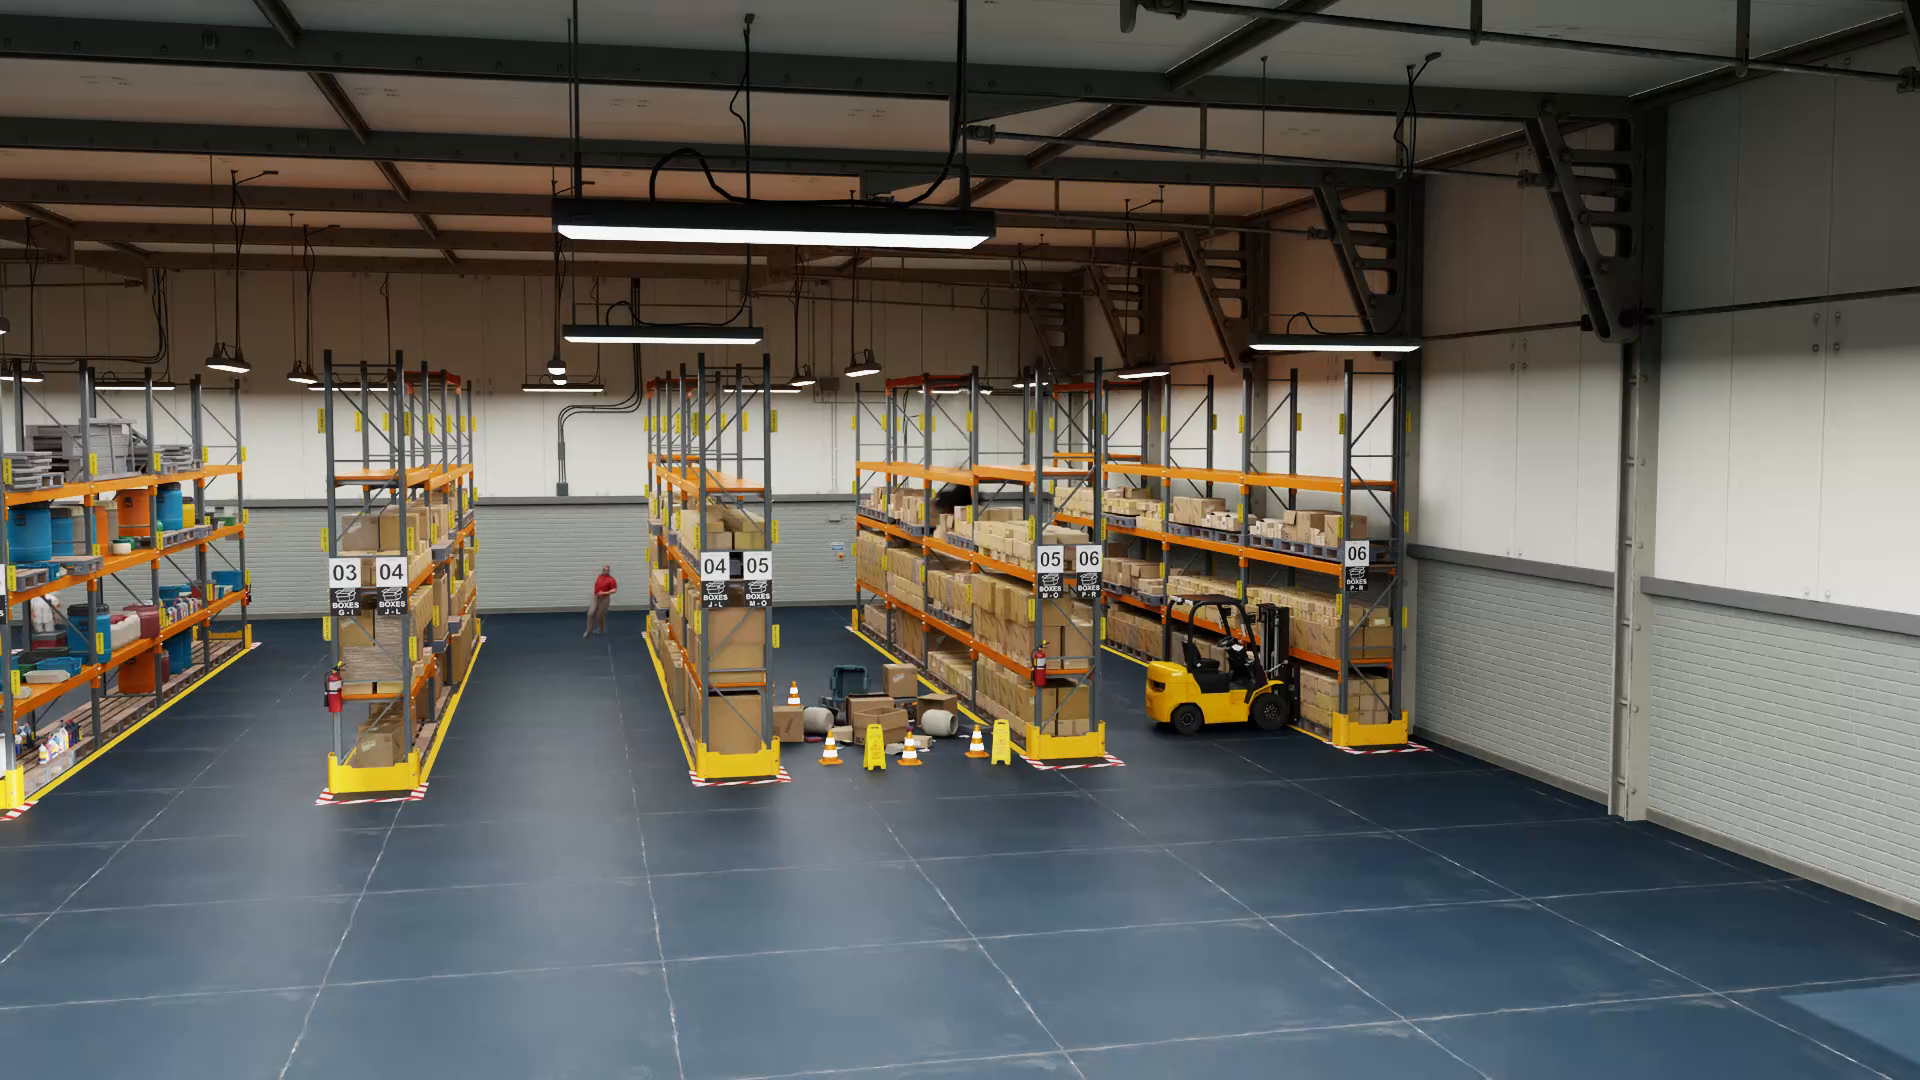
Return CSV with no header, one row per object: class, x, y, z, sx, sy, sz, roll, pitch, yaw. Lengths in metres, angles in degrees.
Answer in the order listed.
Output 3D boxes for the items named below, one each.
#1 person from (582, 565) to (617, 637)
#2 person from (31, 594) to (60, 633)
person,-8.462,1.453,39.295,0.799,1.729,0.656,1,4,20
person,-19.348,1.747,35.057,0.559,1.648,0.622,-1,4,-19
